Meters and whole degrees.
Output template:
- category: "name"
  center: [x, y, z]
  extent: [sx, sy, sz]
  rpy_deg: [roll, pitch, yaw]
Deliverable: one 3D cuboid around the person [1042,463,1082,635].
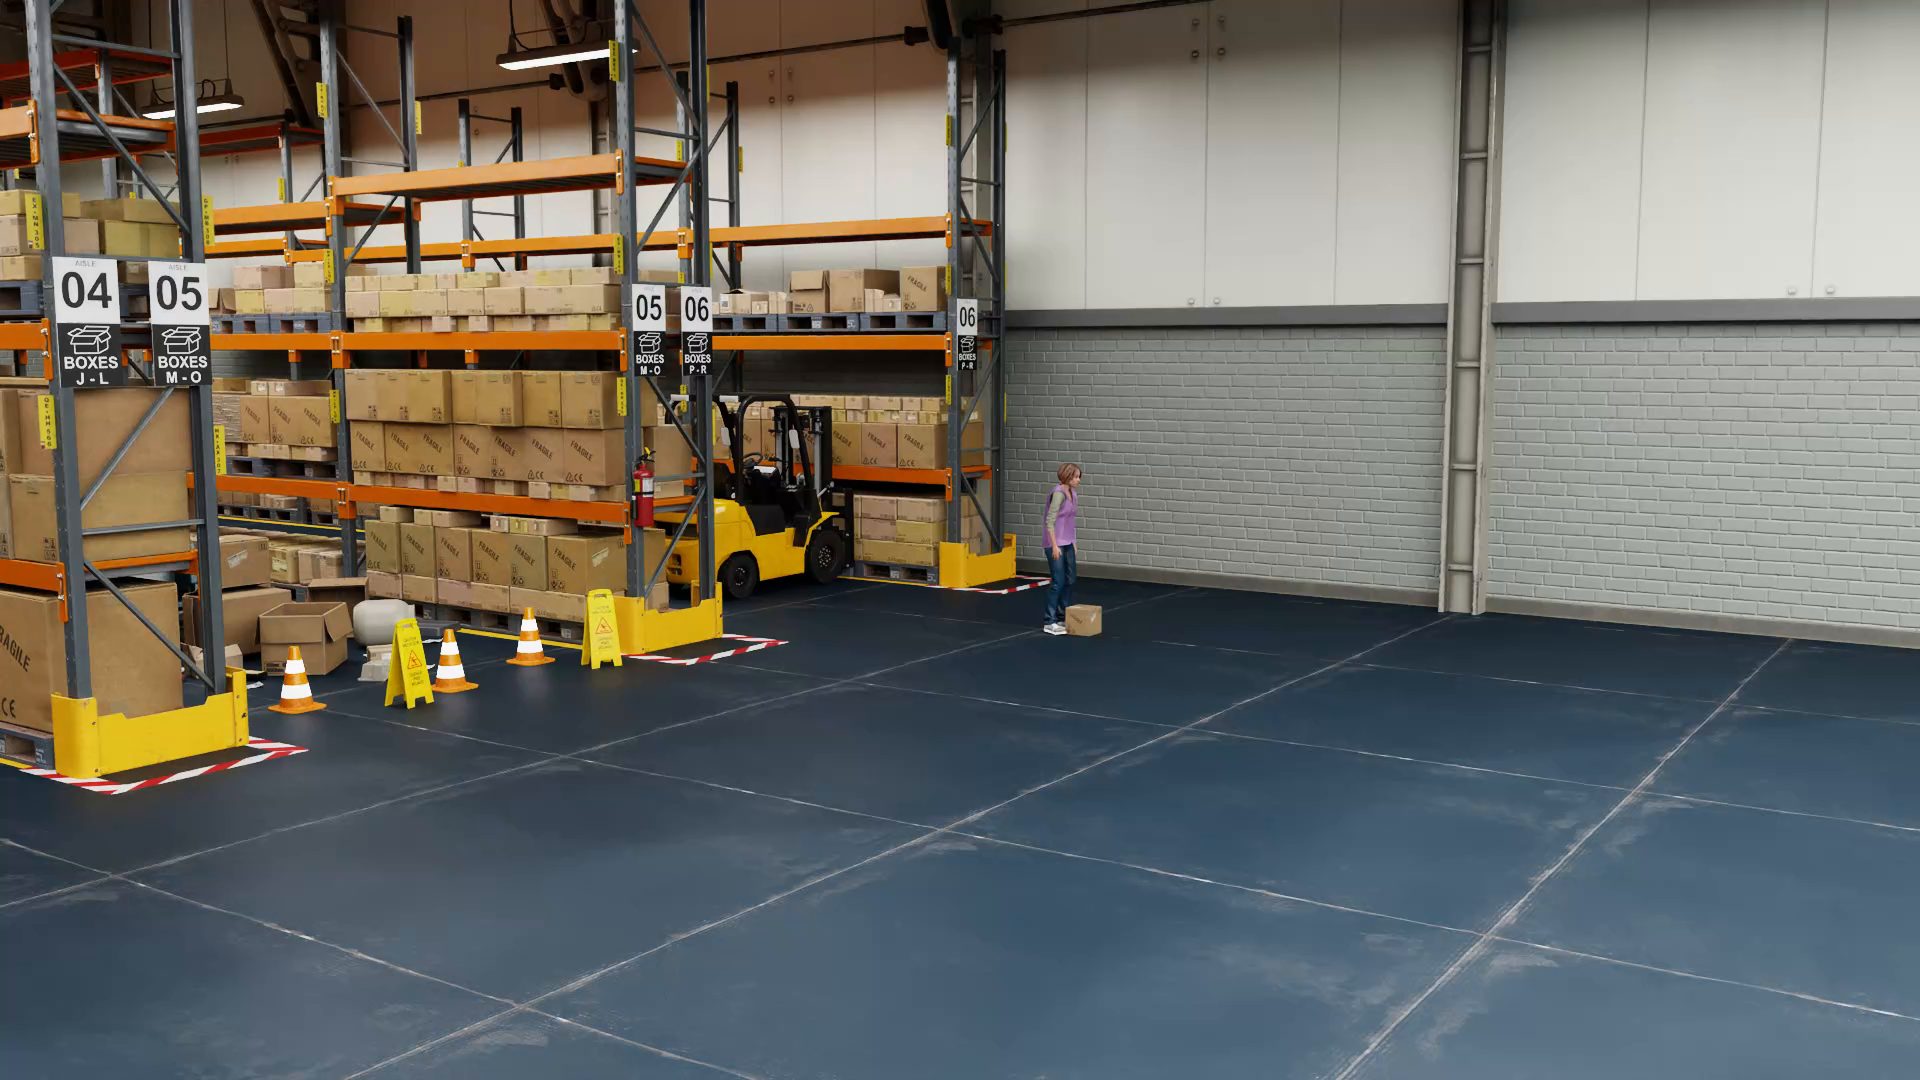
- category: "person"
  center: [0.955, 0.069, 15.595]
  extent: [0.348, 1.593, 0.478]
  rpy_deg: [4, 8, 30]
